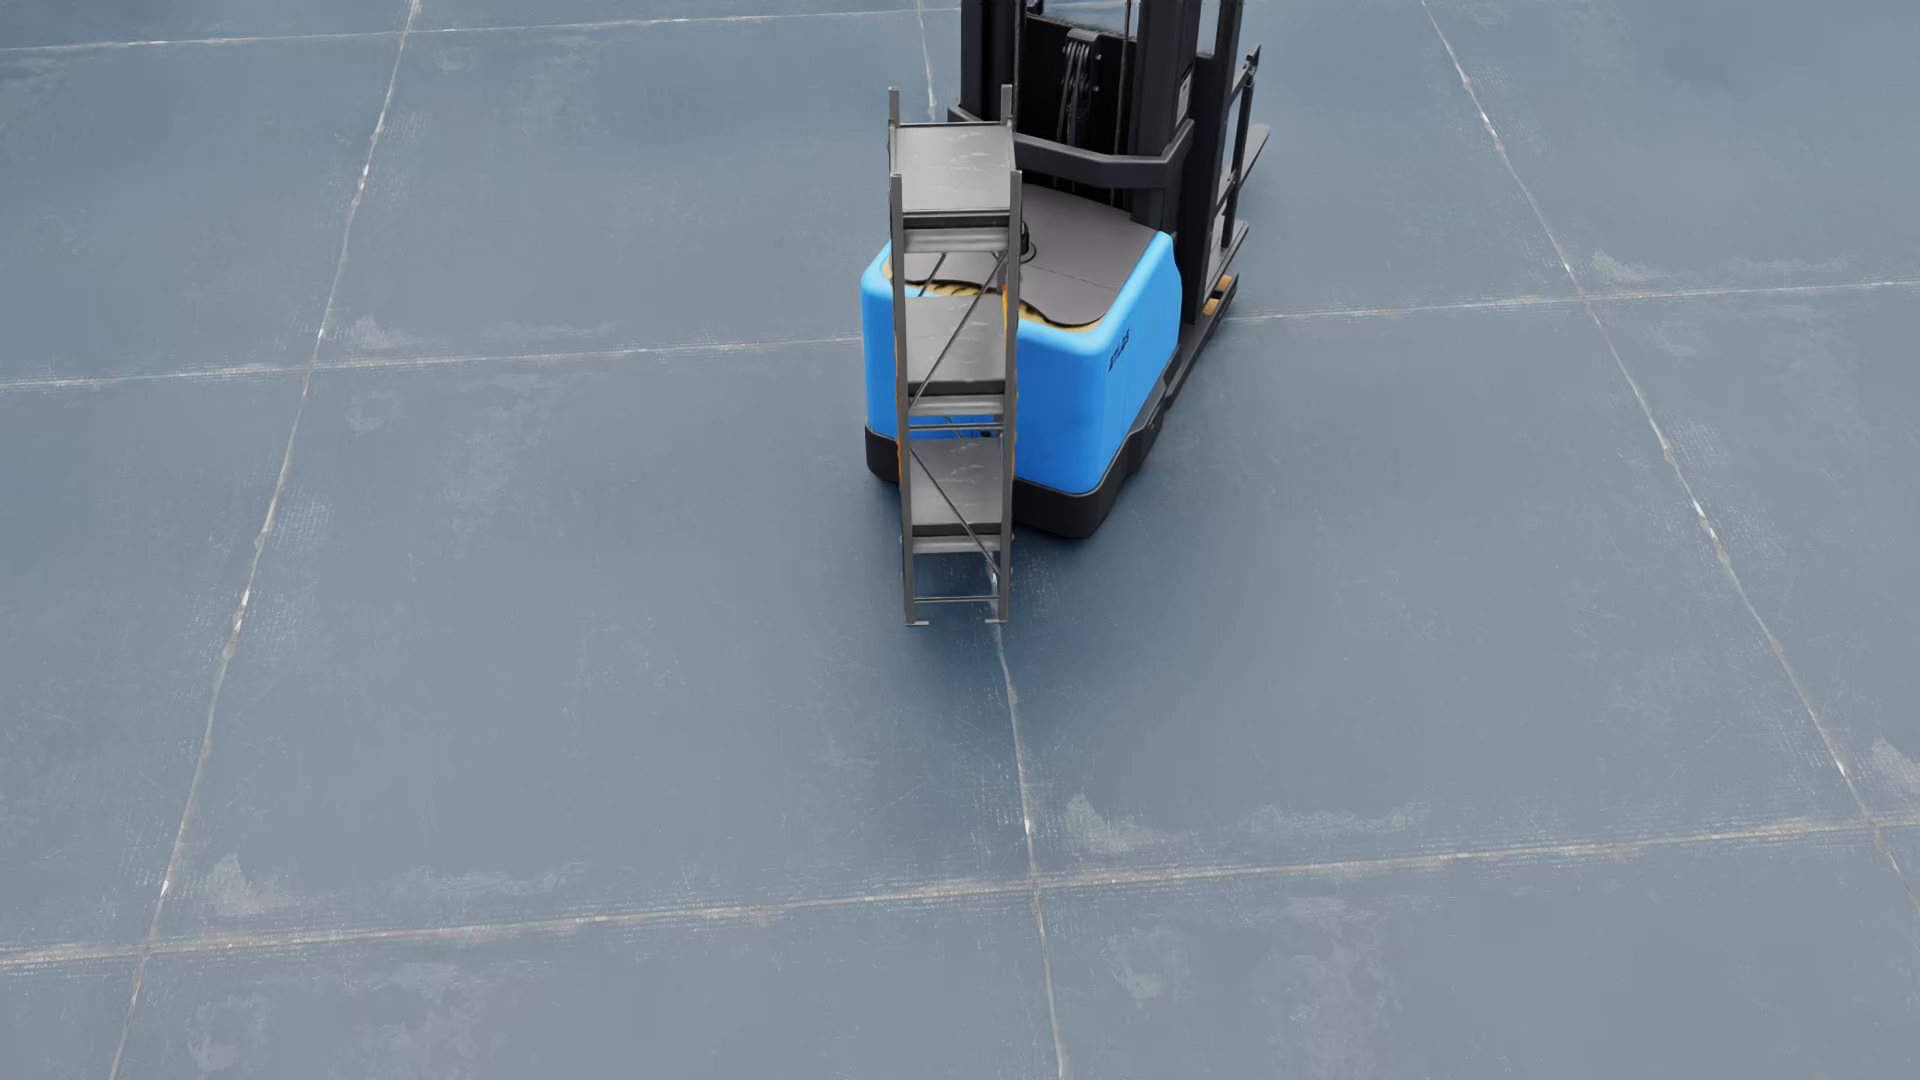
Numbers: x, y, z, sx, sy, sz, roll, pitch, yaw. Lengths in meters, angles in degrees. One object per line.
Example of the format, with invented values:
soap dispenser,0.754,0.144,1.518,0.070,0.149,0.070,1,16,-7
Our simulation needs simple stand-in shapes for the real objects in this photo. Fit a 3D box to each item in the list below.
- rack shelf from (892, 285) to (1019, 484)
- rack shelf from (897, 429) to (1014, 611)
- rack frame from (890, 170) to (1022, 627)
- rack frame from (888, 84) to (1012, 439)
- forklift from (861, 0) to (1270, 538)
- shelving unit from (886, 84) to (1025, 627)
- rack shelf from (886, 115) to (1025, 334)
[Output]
rack shelf,-0.022,-0.559,5.988,0.431,0.518,0.480,-2,47,-2
rack shelf,-0.022,-0.077,6.496,0.431,0.518,0.480,-2,47,-2
rack frame,-0.011,-0.391,5.811,0.400,2.100,0.015,-2,47,-2
rack frame,-0.032,-0.745,6.146,0.400,2.100,0.015,-2,47,-2
forklift,0.671,-2.100,6.857,1.130,2.935,3.031,18,49,17
shelving unit,-0.022,-0.568,5.978,0.431,2.100,0.503,-2,47,-2
rack shelf,-0.022,-1.040,5.480,0.431,0.518,0.480,-2,47,-2
